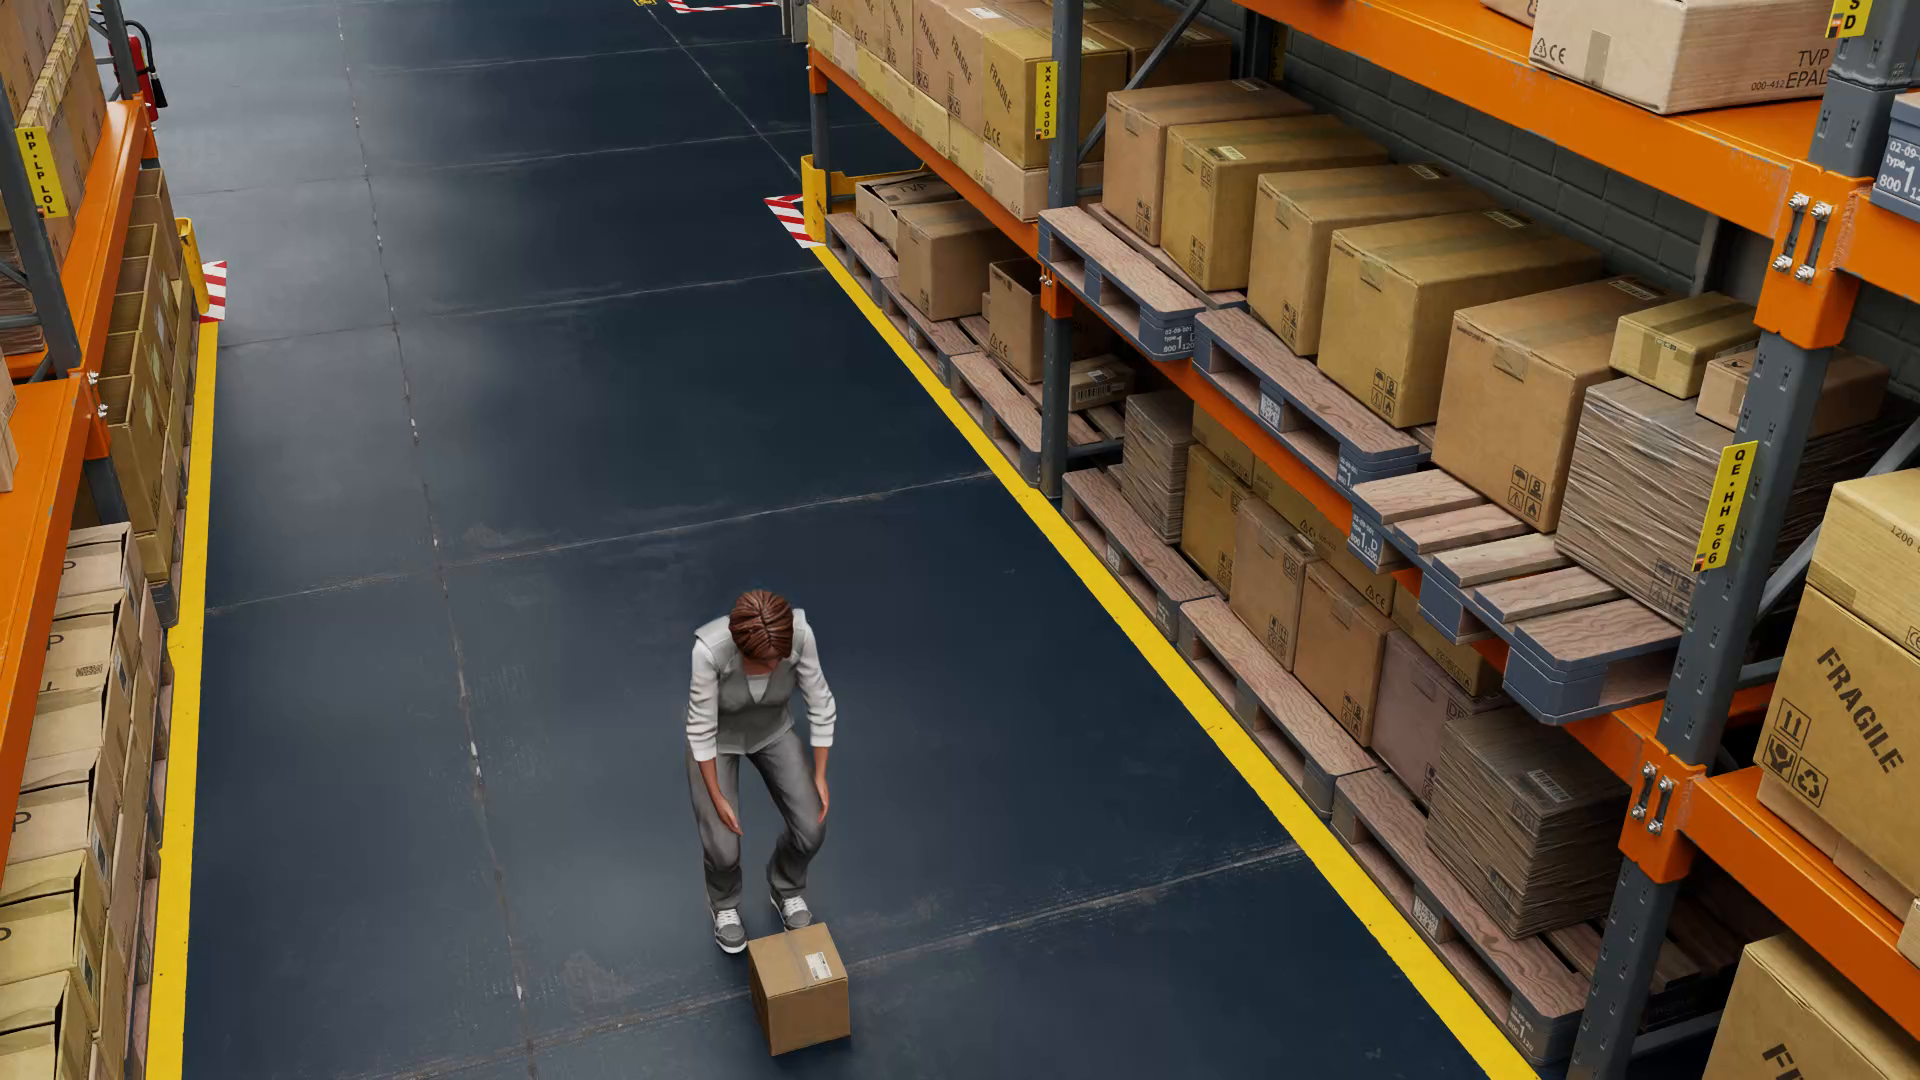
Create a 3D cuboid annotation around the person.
[{"bbox_3d":[-0.642,0.609,5.101,0.403,1.595,0.495,-10,32,-17],"label":"person"}]
